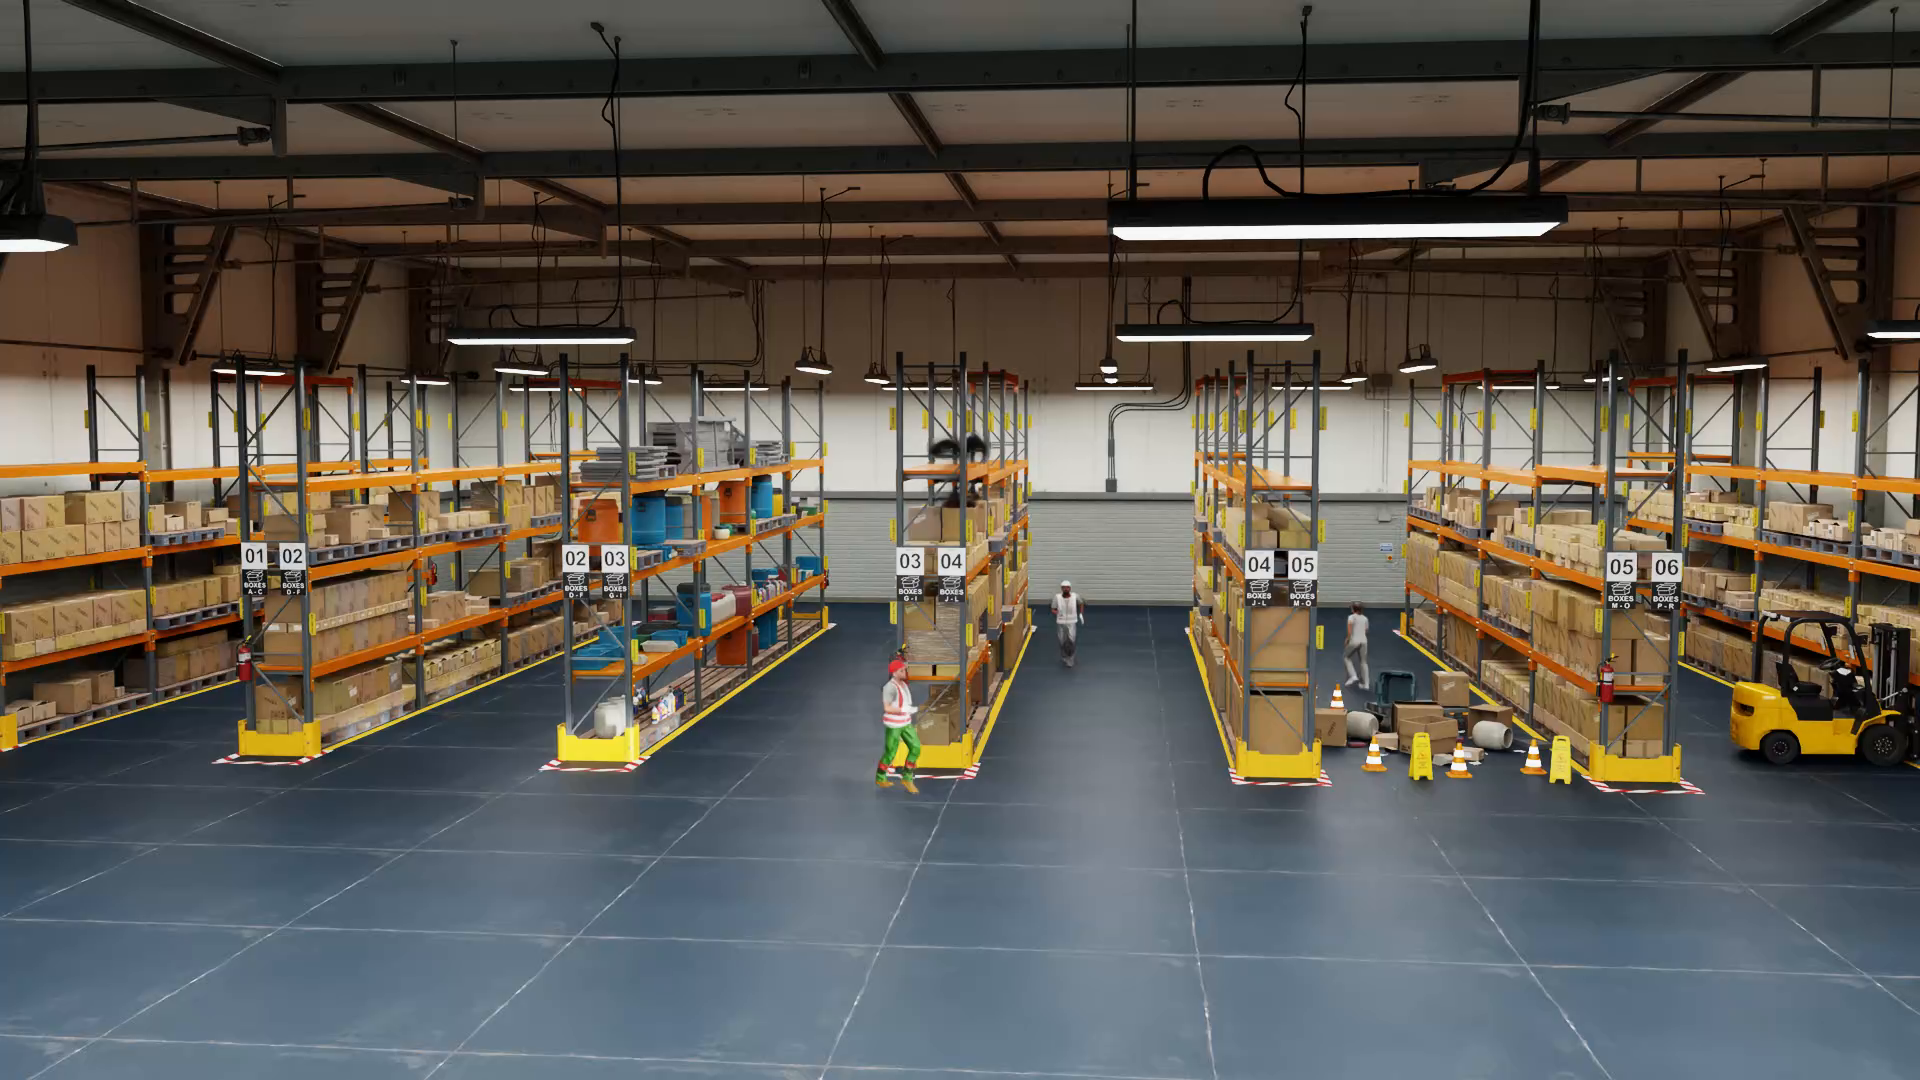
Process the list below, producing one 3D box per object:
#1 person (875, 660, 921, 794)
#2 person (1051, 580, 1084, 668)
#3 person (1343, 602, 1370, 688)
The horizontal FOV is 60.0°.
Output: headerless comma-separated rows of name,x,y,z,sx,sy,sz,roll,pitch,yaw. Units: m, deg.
person,-0.844,2.524,22.374,0.755,1.827,0.624,3,5,36
person,2.178,1.711,33.851,0.657,1.784,0.794,0,4,6
person,7.493,1.975,31.388,0.556,1.576,0.896,-1,4,-9
